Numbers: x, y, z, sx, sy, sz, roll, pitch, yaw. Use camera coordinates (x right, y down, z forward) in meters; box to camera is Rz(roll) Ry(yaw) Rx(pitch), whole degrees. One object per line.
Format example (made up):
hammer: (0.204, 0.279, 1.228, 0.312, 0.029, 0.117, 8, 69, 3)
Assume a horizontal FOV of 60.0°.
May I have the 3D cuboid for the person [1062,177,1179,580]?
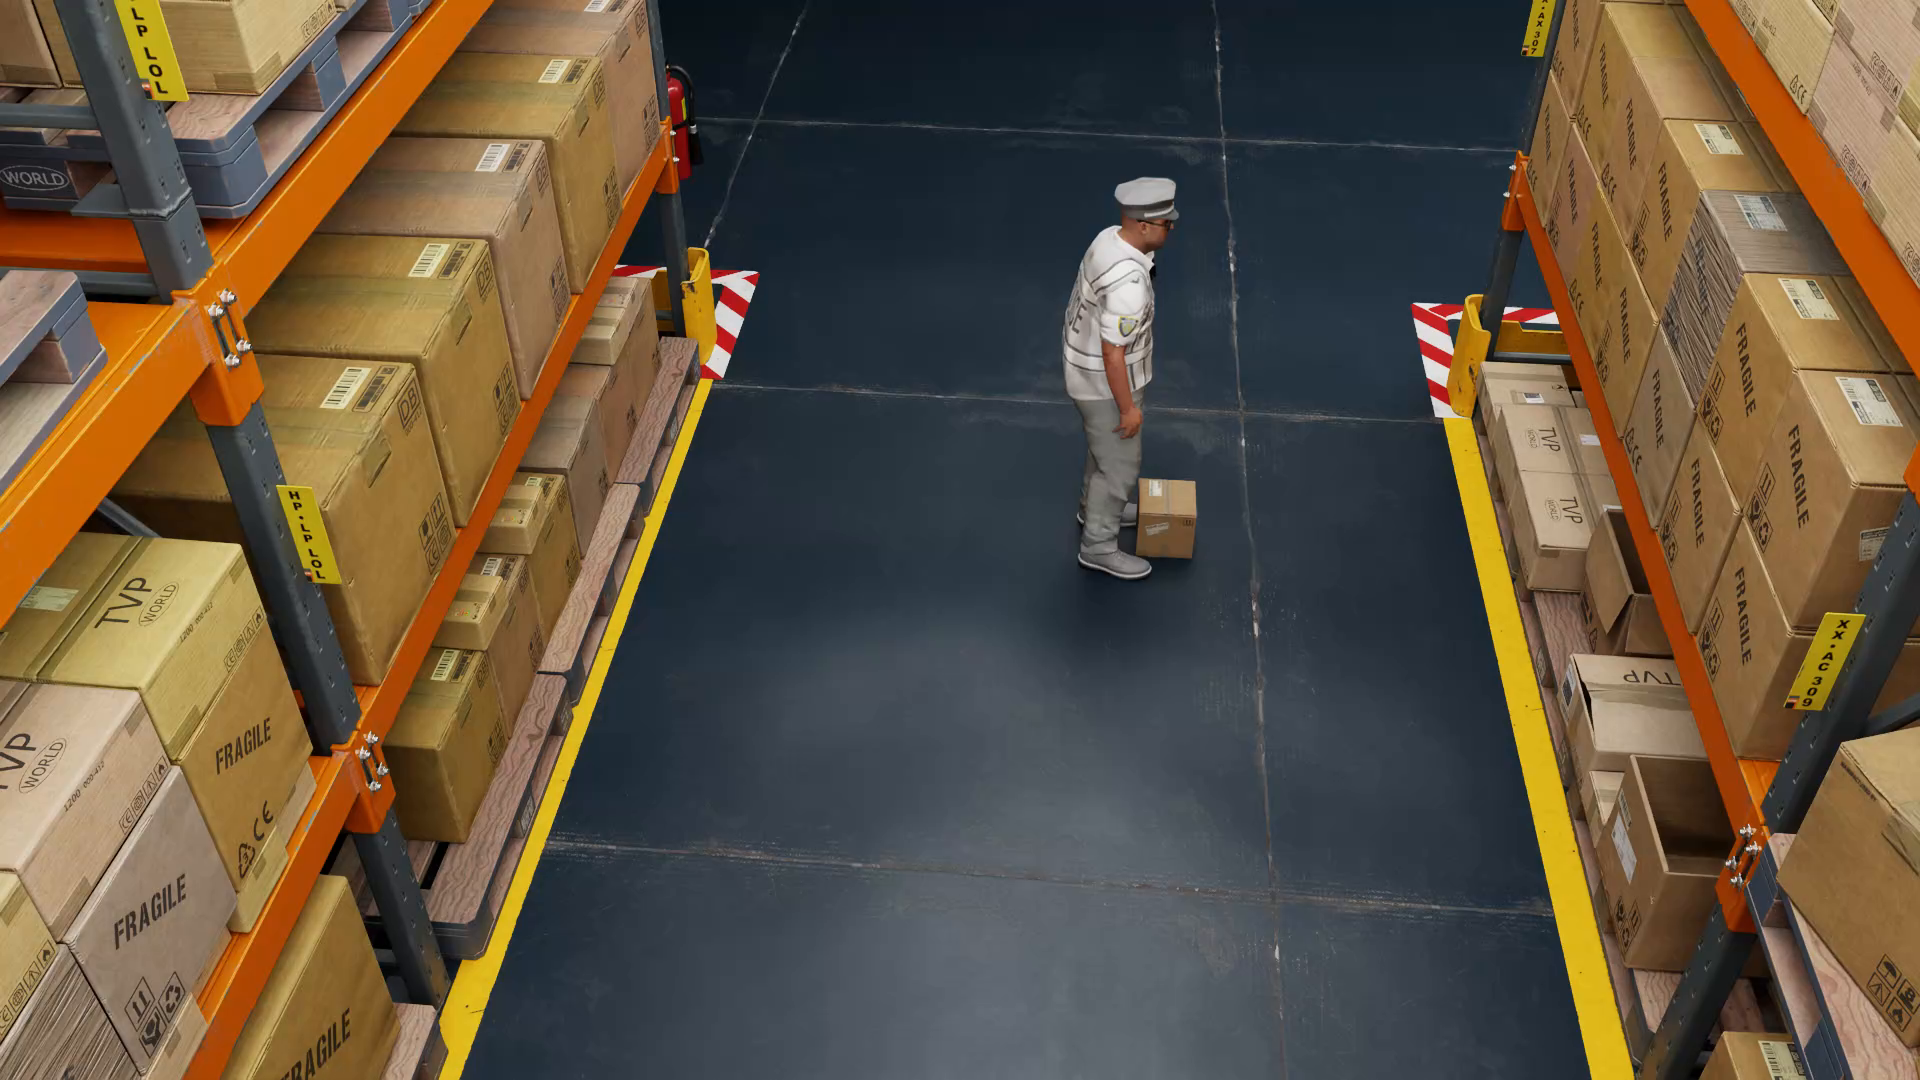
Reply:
person: (0.643, -0.687, 6.974, 0.436, 1.748, 0.606, 1, 40, 1)
